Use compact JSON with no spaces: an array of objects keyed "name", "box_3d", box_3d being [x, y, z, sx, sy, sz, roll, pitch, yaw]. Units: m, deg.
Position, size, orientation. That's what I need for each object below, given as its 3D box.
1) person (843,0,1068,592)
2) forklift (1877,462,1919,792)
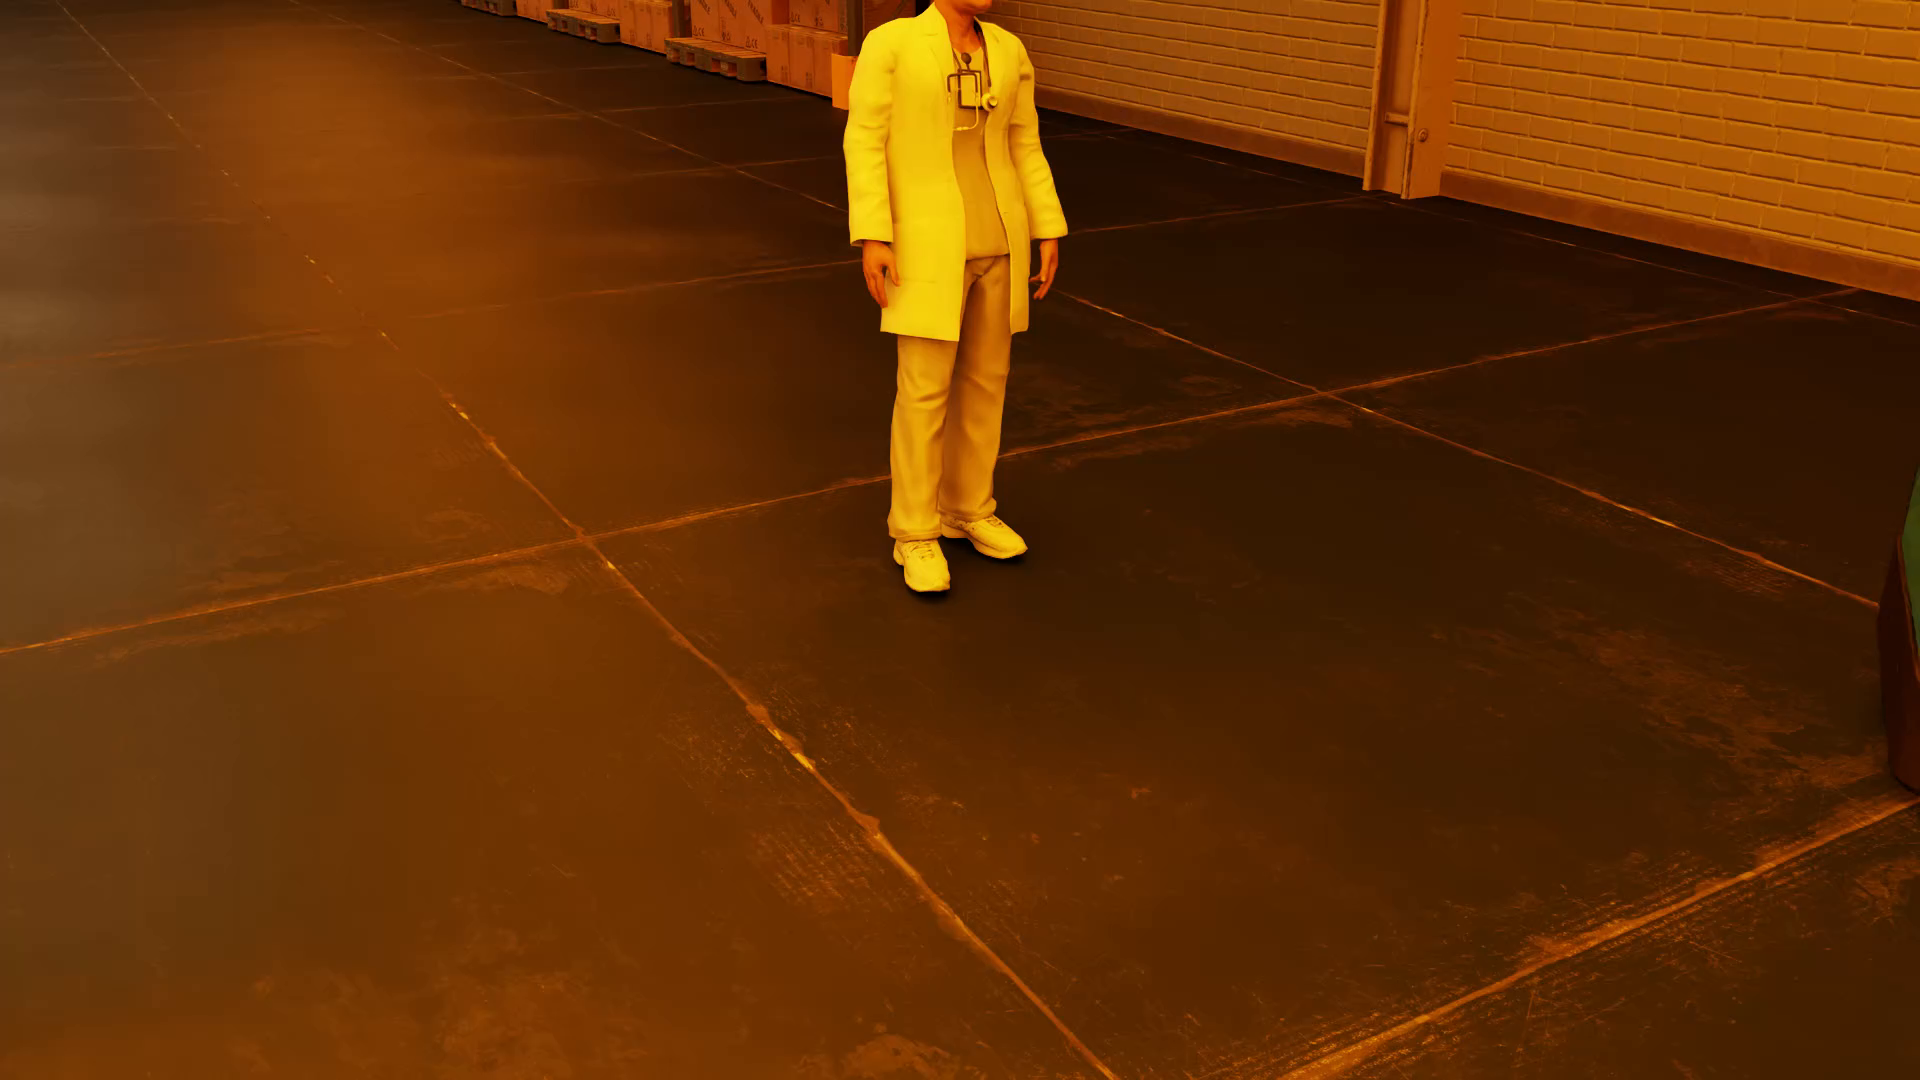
[{"name":"person","box_3d":[0.043,-0.799,4.719,0.698,1.778,0.578,-12,25,-28]},{"name":"forklift","box_3d":[3.624,-0.681,2.933,3.031,2.935,1.130,10,24,23]}]
